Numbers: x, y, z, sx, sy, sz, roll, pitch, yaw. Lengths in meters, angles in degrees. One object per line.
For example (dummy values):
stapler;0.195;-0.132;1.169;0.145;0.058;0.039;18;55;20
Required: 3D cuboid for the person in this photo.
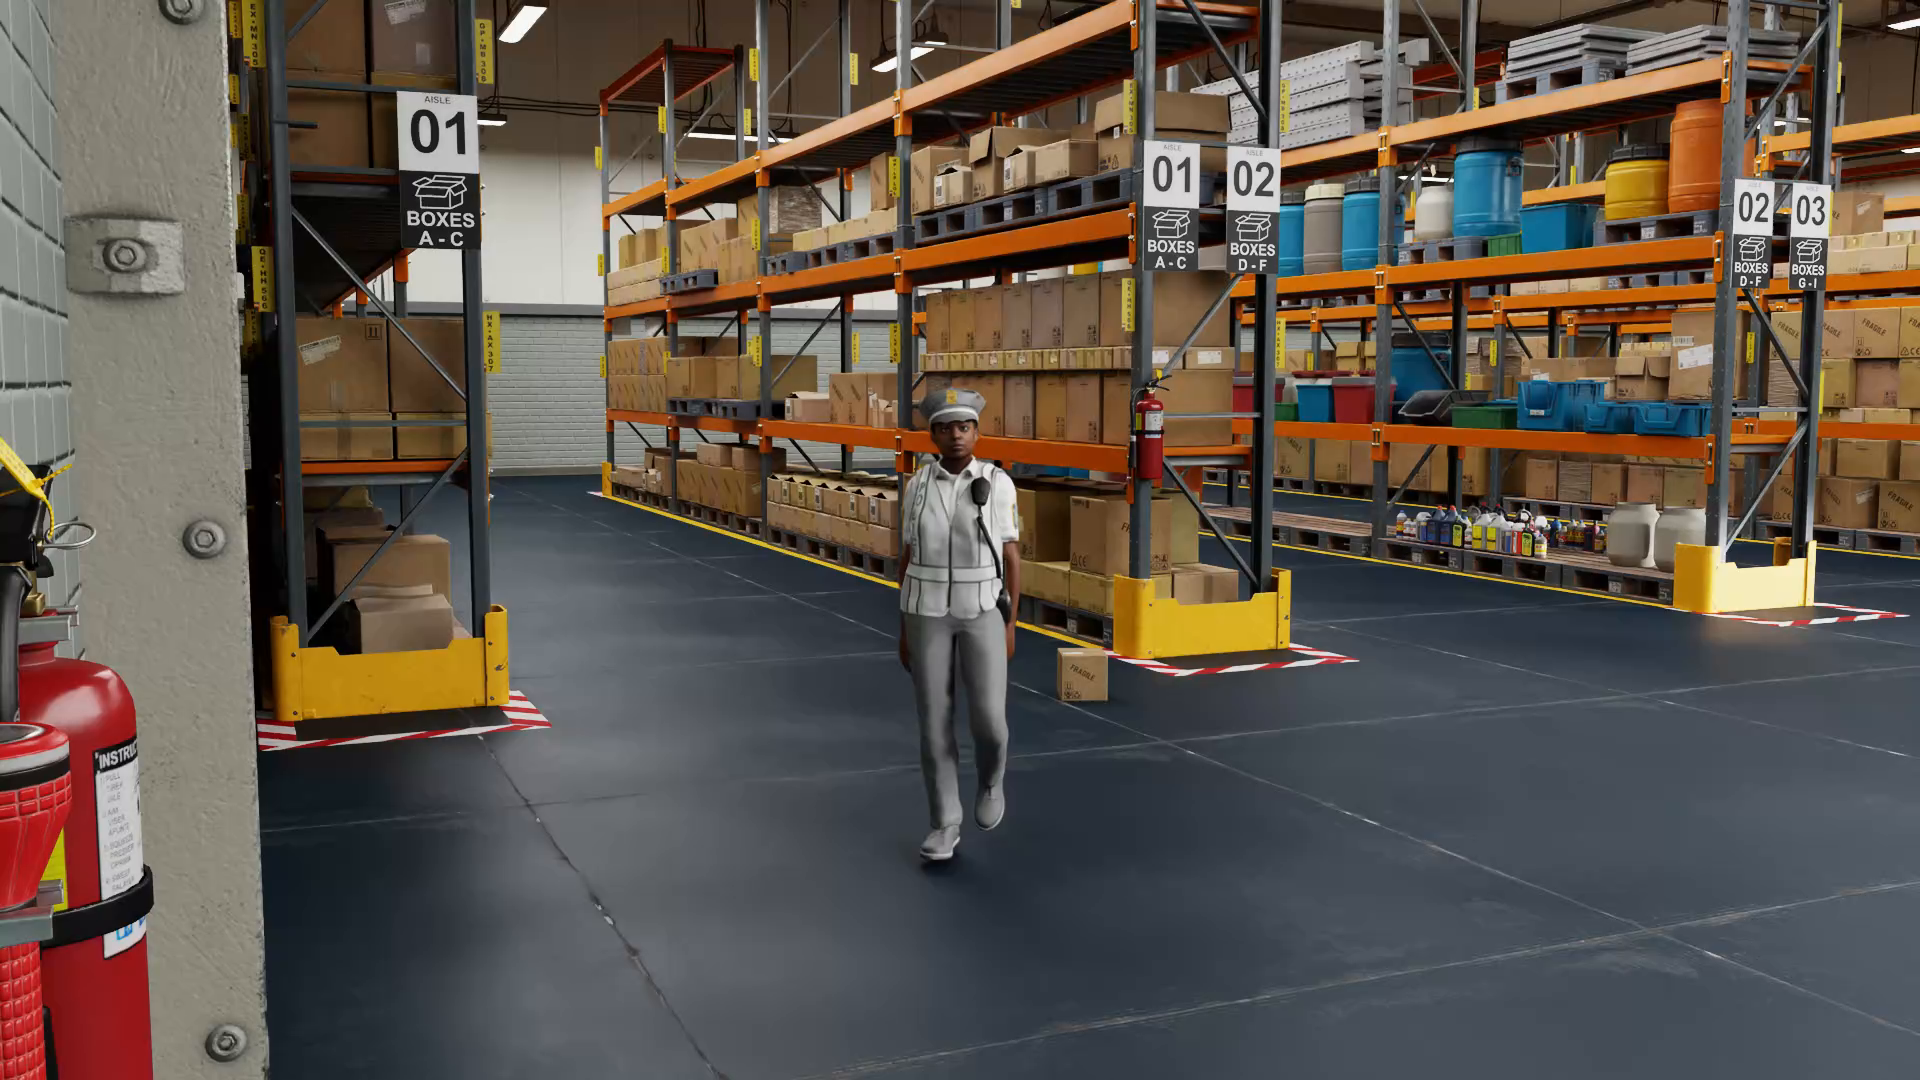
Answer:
person;-0.001;0.286;6.069;0.444;1.682;0.531;1;6;9
